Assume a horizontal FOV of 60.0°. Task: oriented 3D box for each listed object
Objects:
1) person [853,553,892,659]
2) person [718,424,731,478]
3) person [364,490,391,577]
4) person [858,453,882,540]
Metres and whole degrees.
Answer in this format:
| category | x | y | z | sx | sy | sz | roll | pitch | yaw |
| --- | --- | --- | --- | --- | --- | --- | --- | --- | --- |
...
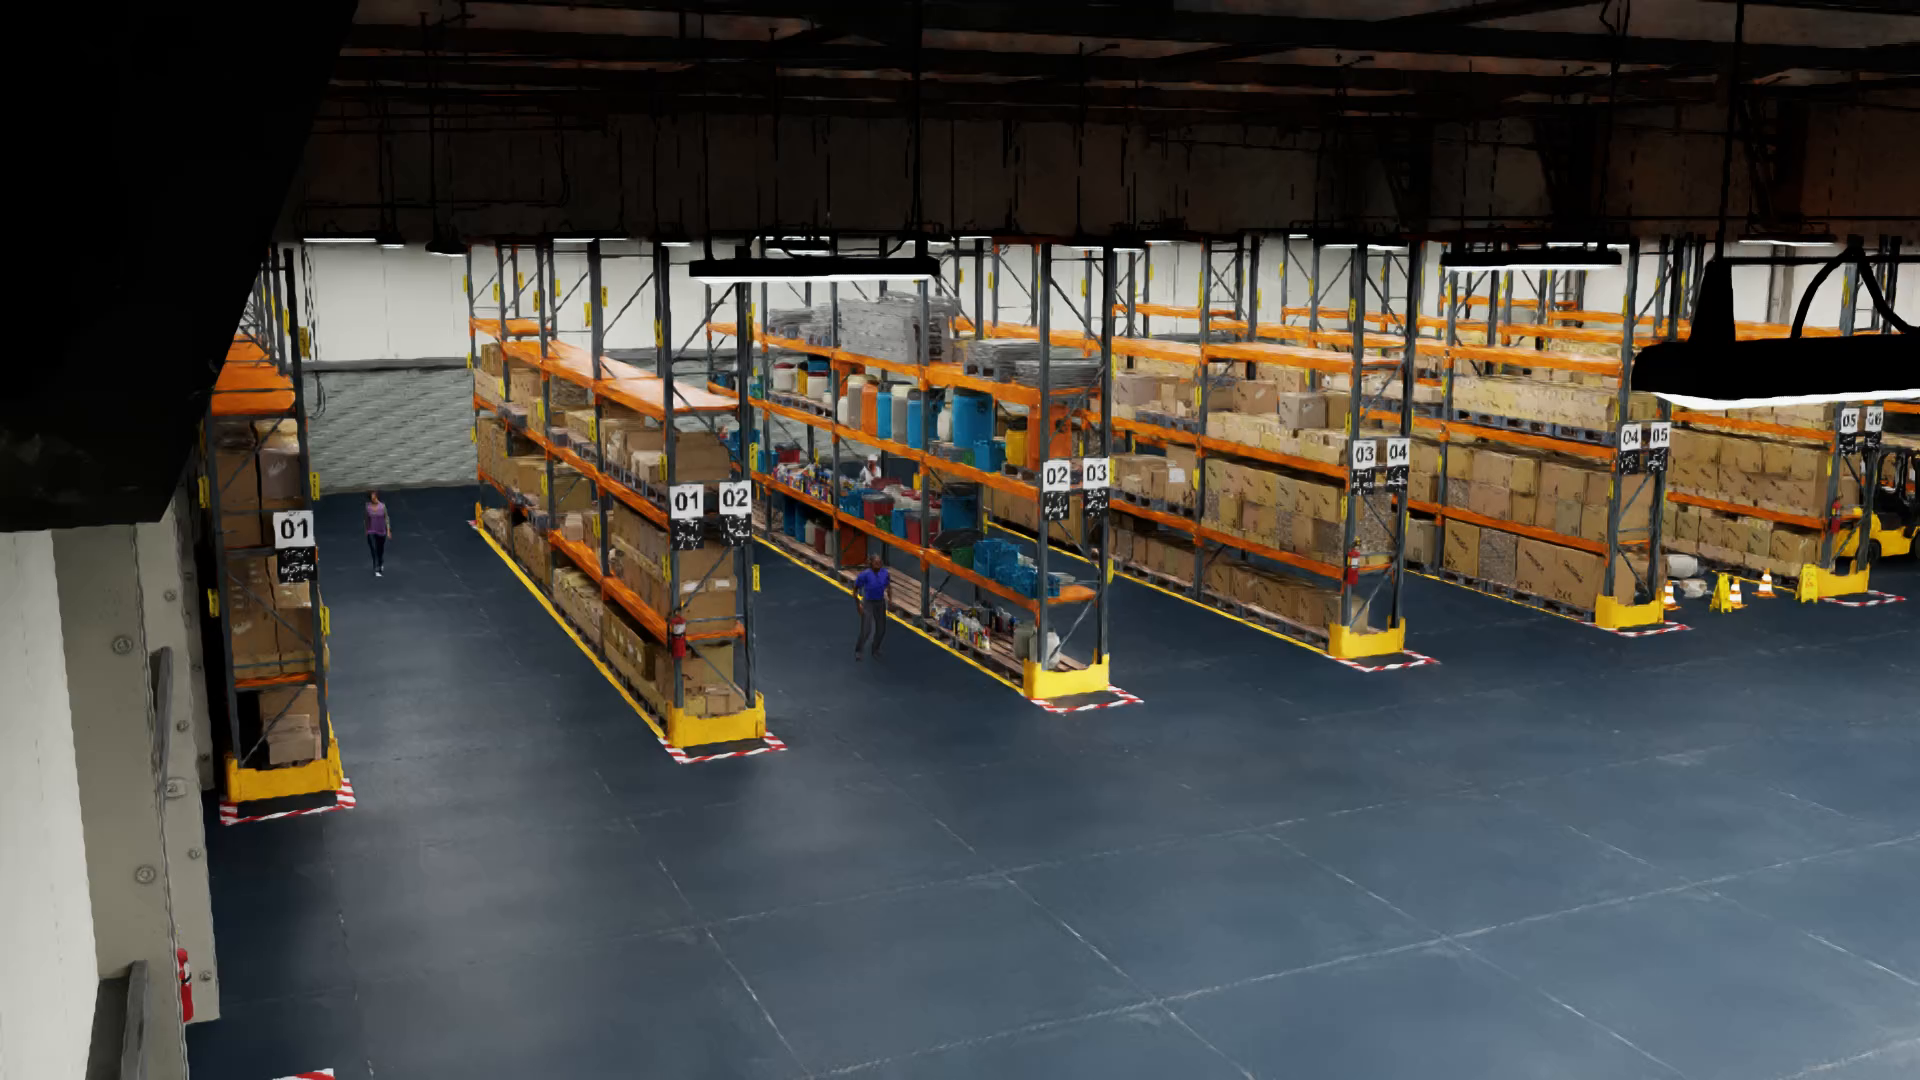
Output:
| category | x | y | z | sx | sy | sz | roll | pitch | yaw |
| --- | --- | --- | --- | --- | --- | --- | --- | --- | --- |
| person | -1.265 | 0.950 | 24.061 | 0.592 | 1.604 | 0.513 | -5 | 12 | -26 |
| person | -5.366 | -1.777 | 37.704 | 0.548 | 1.723 | 0.751 | 2 | 11 | 8 |
| person | -10.443 | -0.155 | 29.833 | 0.430 | 1.540 | 0.948 | -5 | 12 | -25 |
| person | -1.750 | -0.882 | 33.109 | 0.553 | 1.709 | 1.123 | -4 | 12 | -22 |
